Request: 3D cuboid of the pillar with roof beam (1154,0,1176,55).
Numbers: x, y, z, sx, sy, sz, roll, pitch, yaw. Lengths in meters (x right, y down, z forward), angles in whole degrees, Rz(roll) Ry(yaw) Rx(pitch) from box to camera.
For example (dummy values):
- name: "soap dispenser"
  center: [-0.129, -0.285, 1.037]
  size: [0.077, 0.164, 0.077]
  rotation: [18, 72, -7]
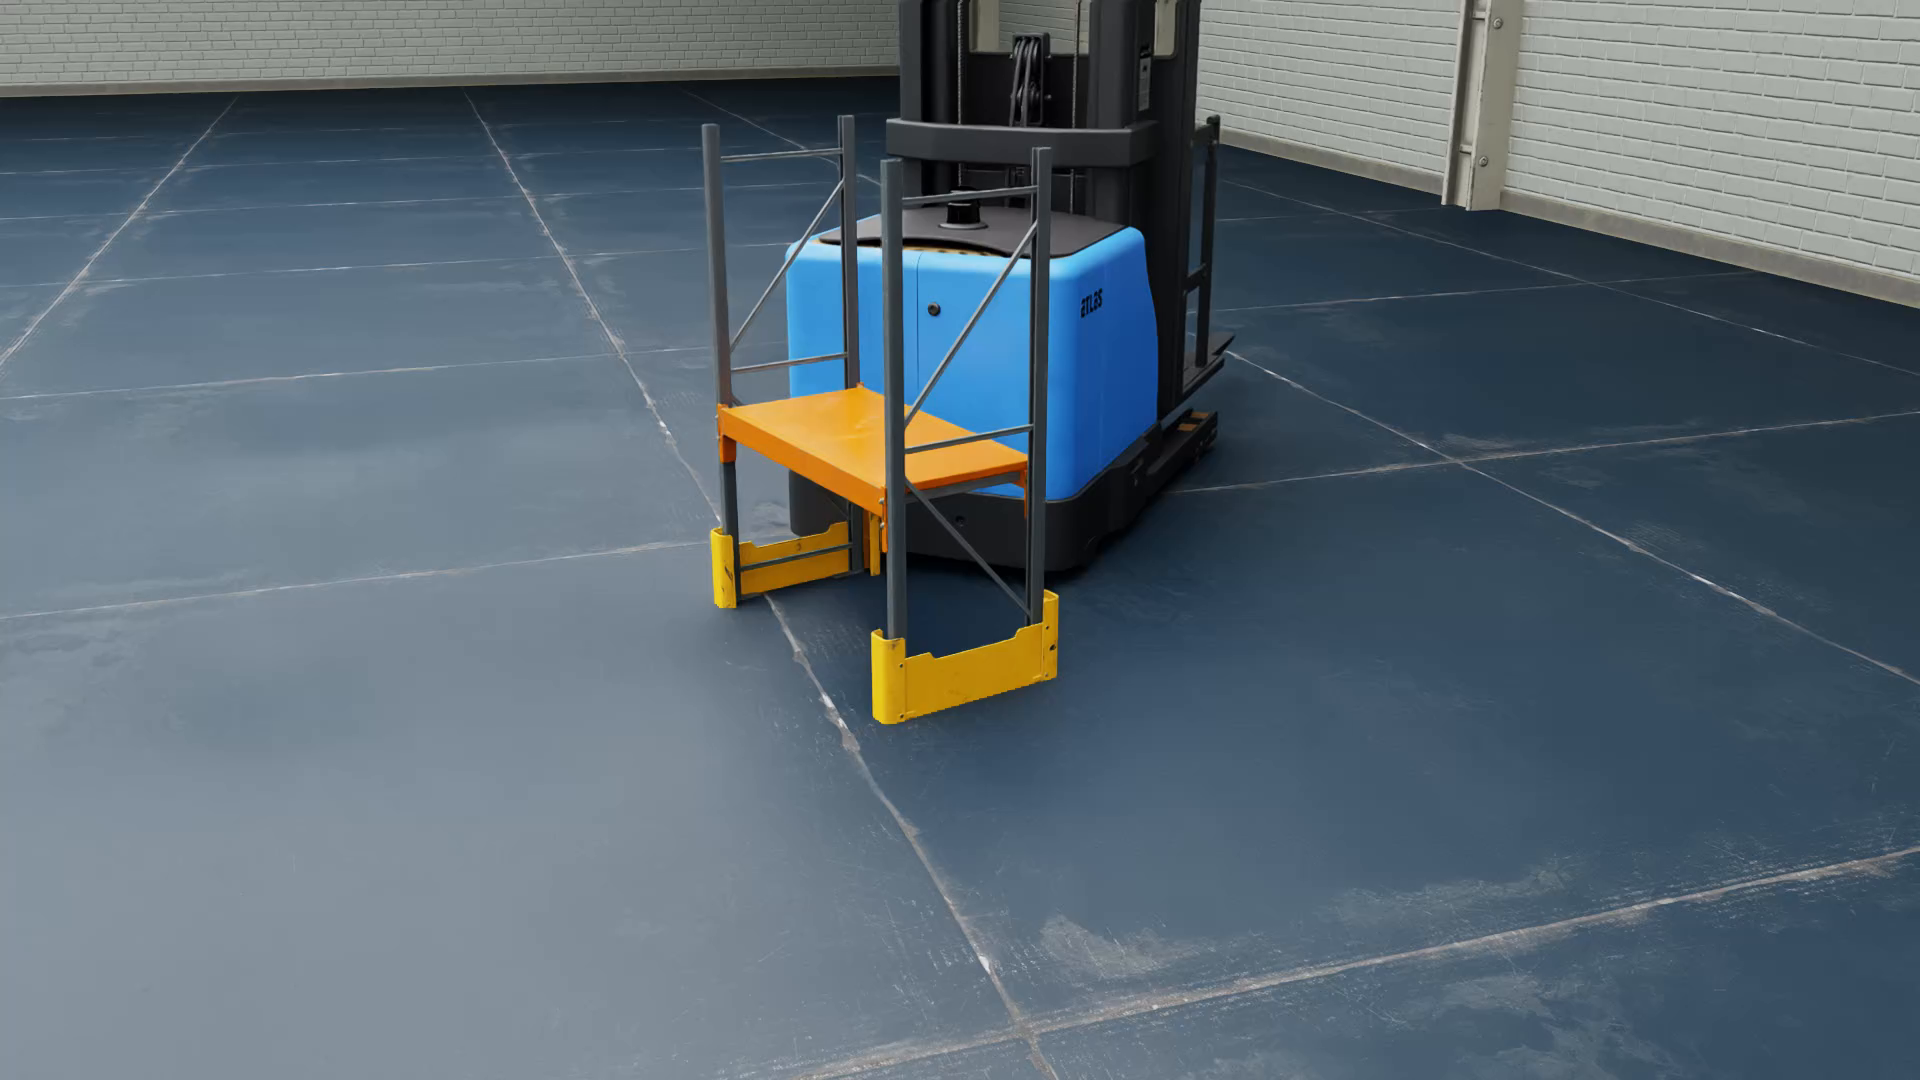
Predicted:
- name: "pillar with roof beam"
  center: [-1.850, -8.393, 15.972]
  size: [9.100, 9.000, 0.400]
  rotation: [-6, 21, -17]

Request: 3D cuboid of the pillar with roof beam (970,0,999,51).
- name: "pillar with roof beam"
  center: [-3.735, -10.319, 21.332]
  size: [9.100, 9.000, 0.400]
  rotation: [-6, 21, -17]

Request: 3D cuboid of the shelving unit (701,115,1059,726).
- name: "shelving unit"
  center: [-0.254, -0.406, 4.827]
  size: [0.587, 1.500, 1.083]
  rotation: [-13, 23, -31]

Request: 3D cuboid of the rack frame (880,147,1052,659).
- name: "rack frame"
  center: [0.022, -0.265, 4.436]
  size: [0.500, 1.500, 0.032]
  rotation: [-13, 23, -31]

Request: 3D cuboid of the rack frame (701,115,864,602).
- name: "rack frame"
  center: [-0.540, -0.551, 5.233]
  size: [0.500, 1.500, 0.032]
  rotation: [-13, 23, -31]

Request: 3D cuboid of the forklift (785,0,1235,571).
- name: "forklift"
  center: [0.436, -1.738, 6.420]
  size: [1.130, 2.935, 3.031]
  rotation: [8, 21, 21]

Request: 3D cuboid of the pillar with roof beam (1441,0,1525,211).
- name: "pillar with roof beam"
  center: [0.036, -6.468, 10.611]
  size: [9.100, 9.000, 0.400]
  rotation: [-6, 21, -17]

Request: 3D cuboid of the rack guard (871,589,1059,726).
- name: "rack guard"
  center: [0.021, 0.323, 4.648]
  size: [0.587, 0.250, 0.087]
  rotation: [-13, 23, -31]

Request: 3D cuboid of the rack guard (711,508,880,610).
- name: "rack guard"
  center: [-0.529, 0.042, 5.429]
  size: [0.587, 0.250, 0.087]
  rotation: [-13, 23, -31]

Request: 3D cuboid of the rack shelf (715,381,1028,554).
- name: "rack shelf"
  center: [-0.259, -0.239, 4.895]
  size: [0.538, 0.185, 1.000]
  rotation: [-13, 23, -31]
